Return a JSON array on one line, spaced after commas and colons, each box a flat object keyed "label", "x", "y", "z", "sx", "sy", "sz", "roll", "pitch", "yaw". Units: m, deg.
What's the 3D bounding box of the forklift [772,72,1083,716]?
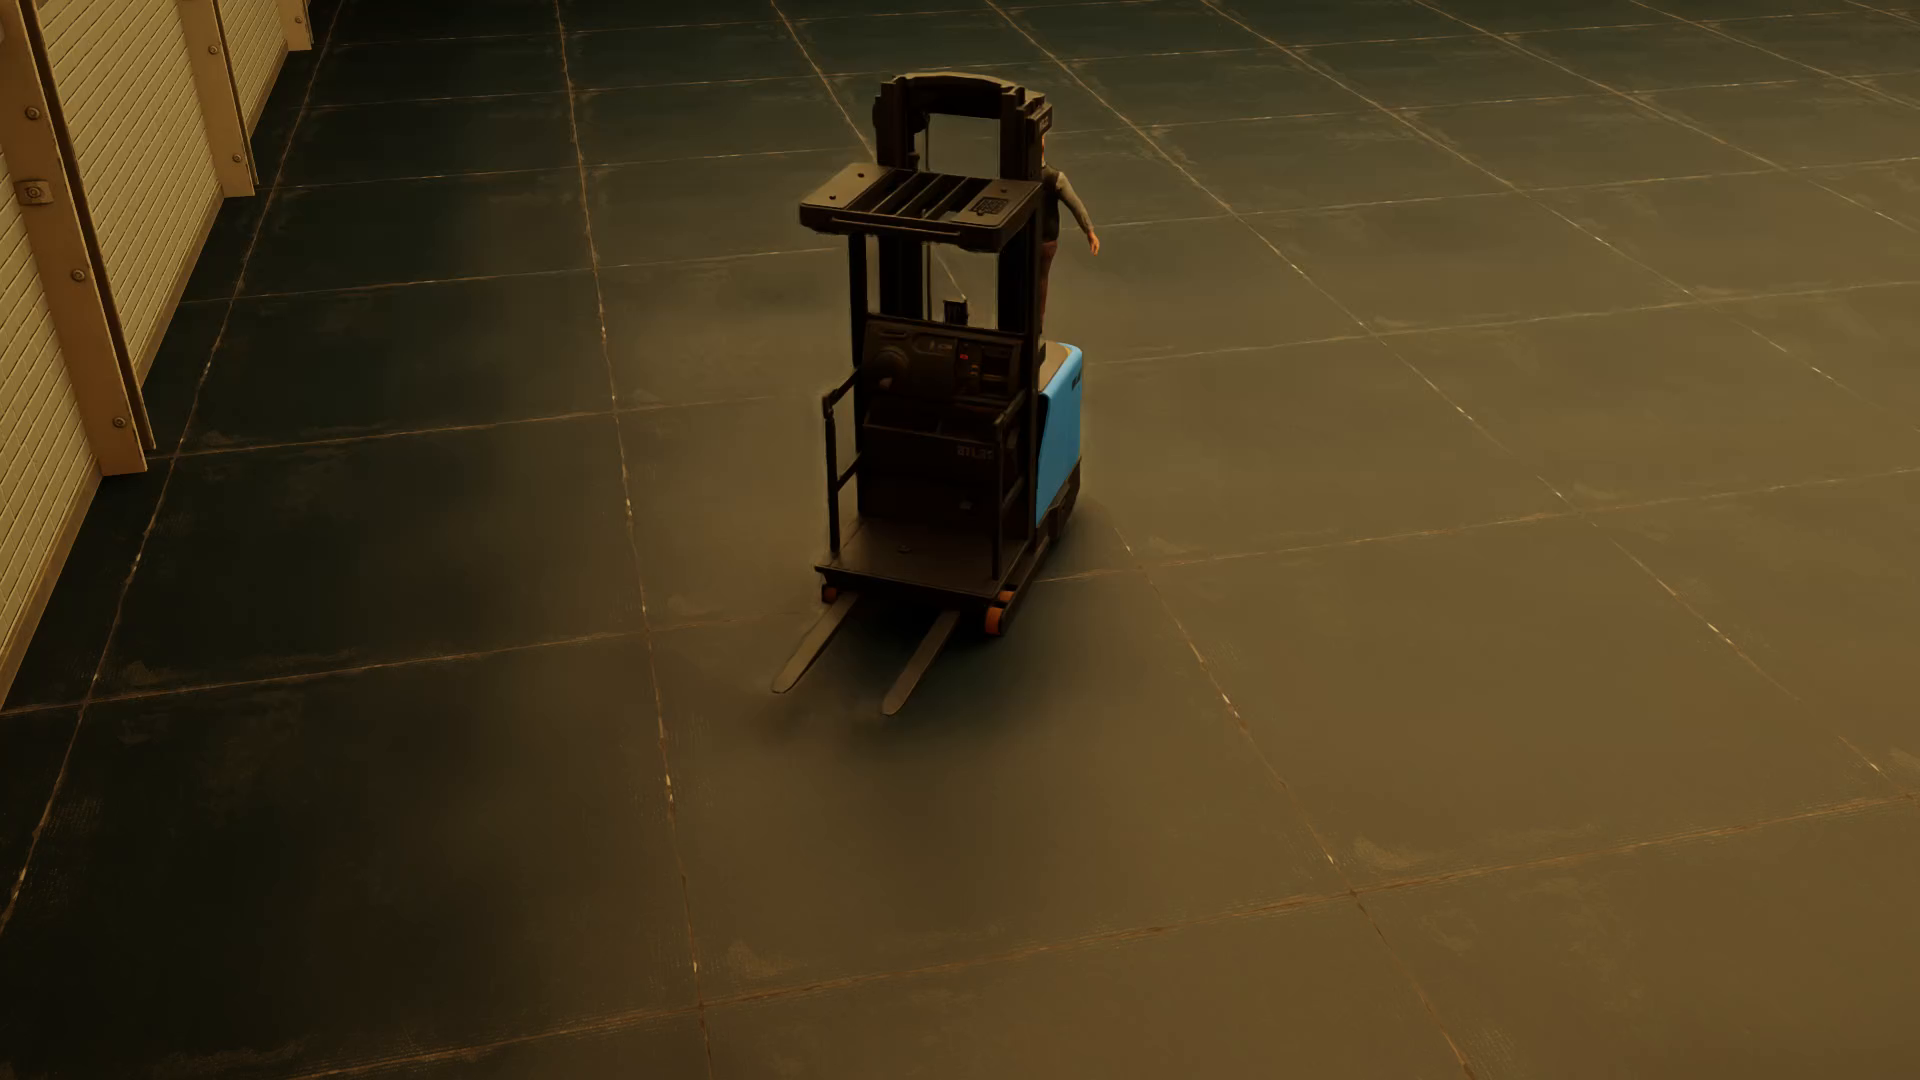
[{"label": "forklift", "x": -0.174, "y": -0.948, "z": 9.212, "sx": 1.130, "sy": 2.935, "sz": 3.031, "roll": 10, "pitch": 31, "yaw": 16}]

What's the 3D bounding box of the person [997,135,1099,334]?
[{"label": "person", "x": 0.570, "y": -2.288, "z": 12.887, "sx": 0.943, "sy": 1.591, "sz": 0.756, "roll": -5, "pitch": 30, "yaw": -8}]
